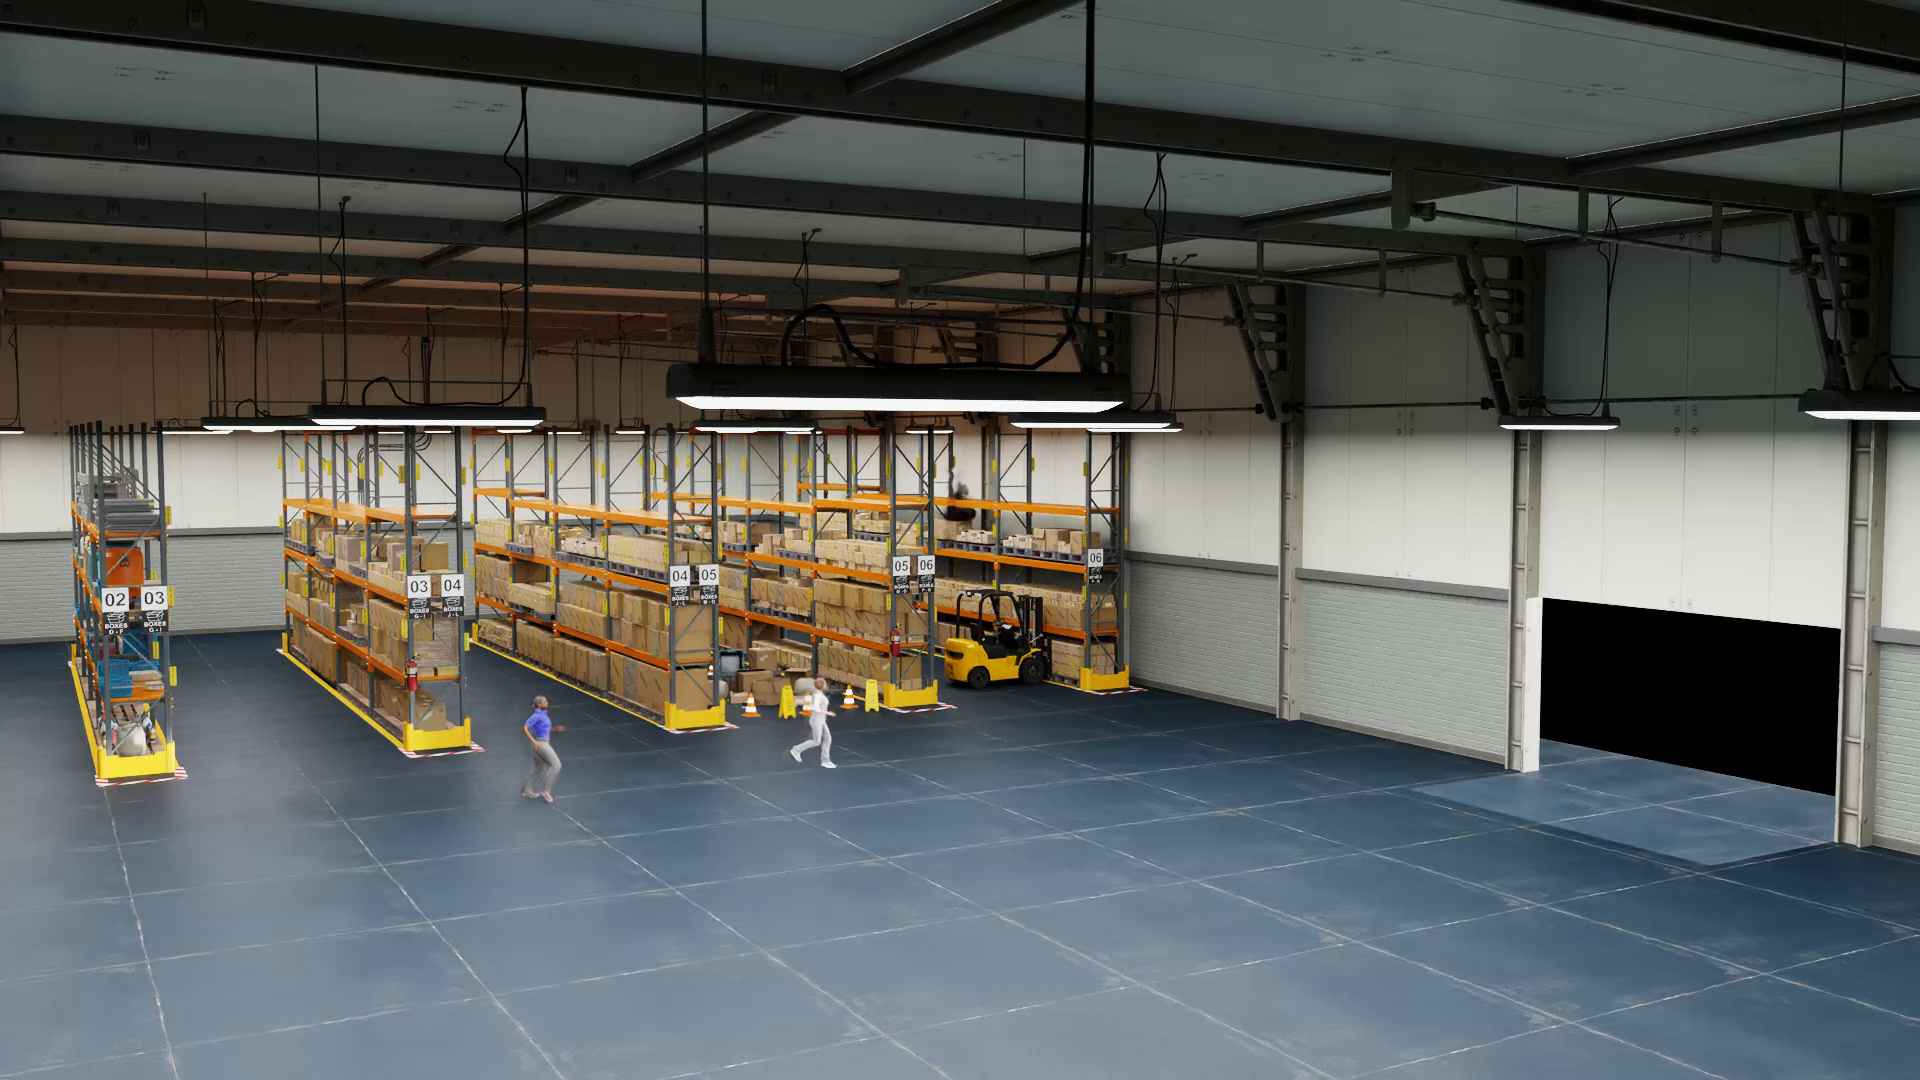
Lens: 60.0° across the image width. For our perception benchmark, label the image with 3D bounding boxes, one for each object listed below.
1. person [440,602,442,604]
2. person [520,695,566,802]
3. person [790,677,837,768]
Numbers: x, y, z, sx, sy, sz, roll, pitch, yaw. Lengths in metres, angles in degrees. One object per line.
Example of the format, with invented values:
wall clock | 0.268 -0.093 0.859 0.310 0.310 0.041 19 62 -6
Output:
person | -13.207 2.264 42.595 0.582 1.644 0.635 -3 5 -40
person | -6.564 3.294 26.145 0.716 1.677 0.542 -1 4 -11
person | -2.525 3.162 28.755 0.809 1.589 0.525 0 4 1
